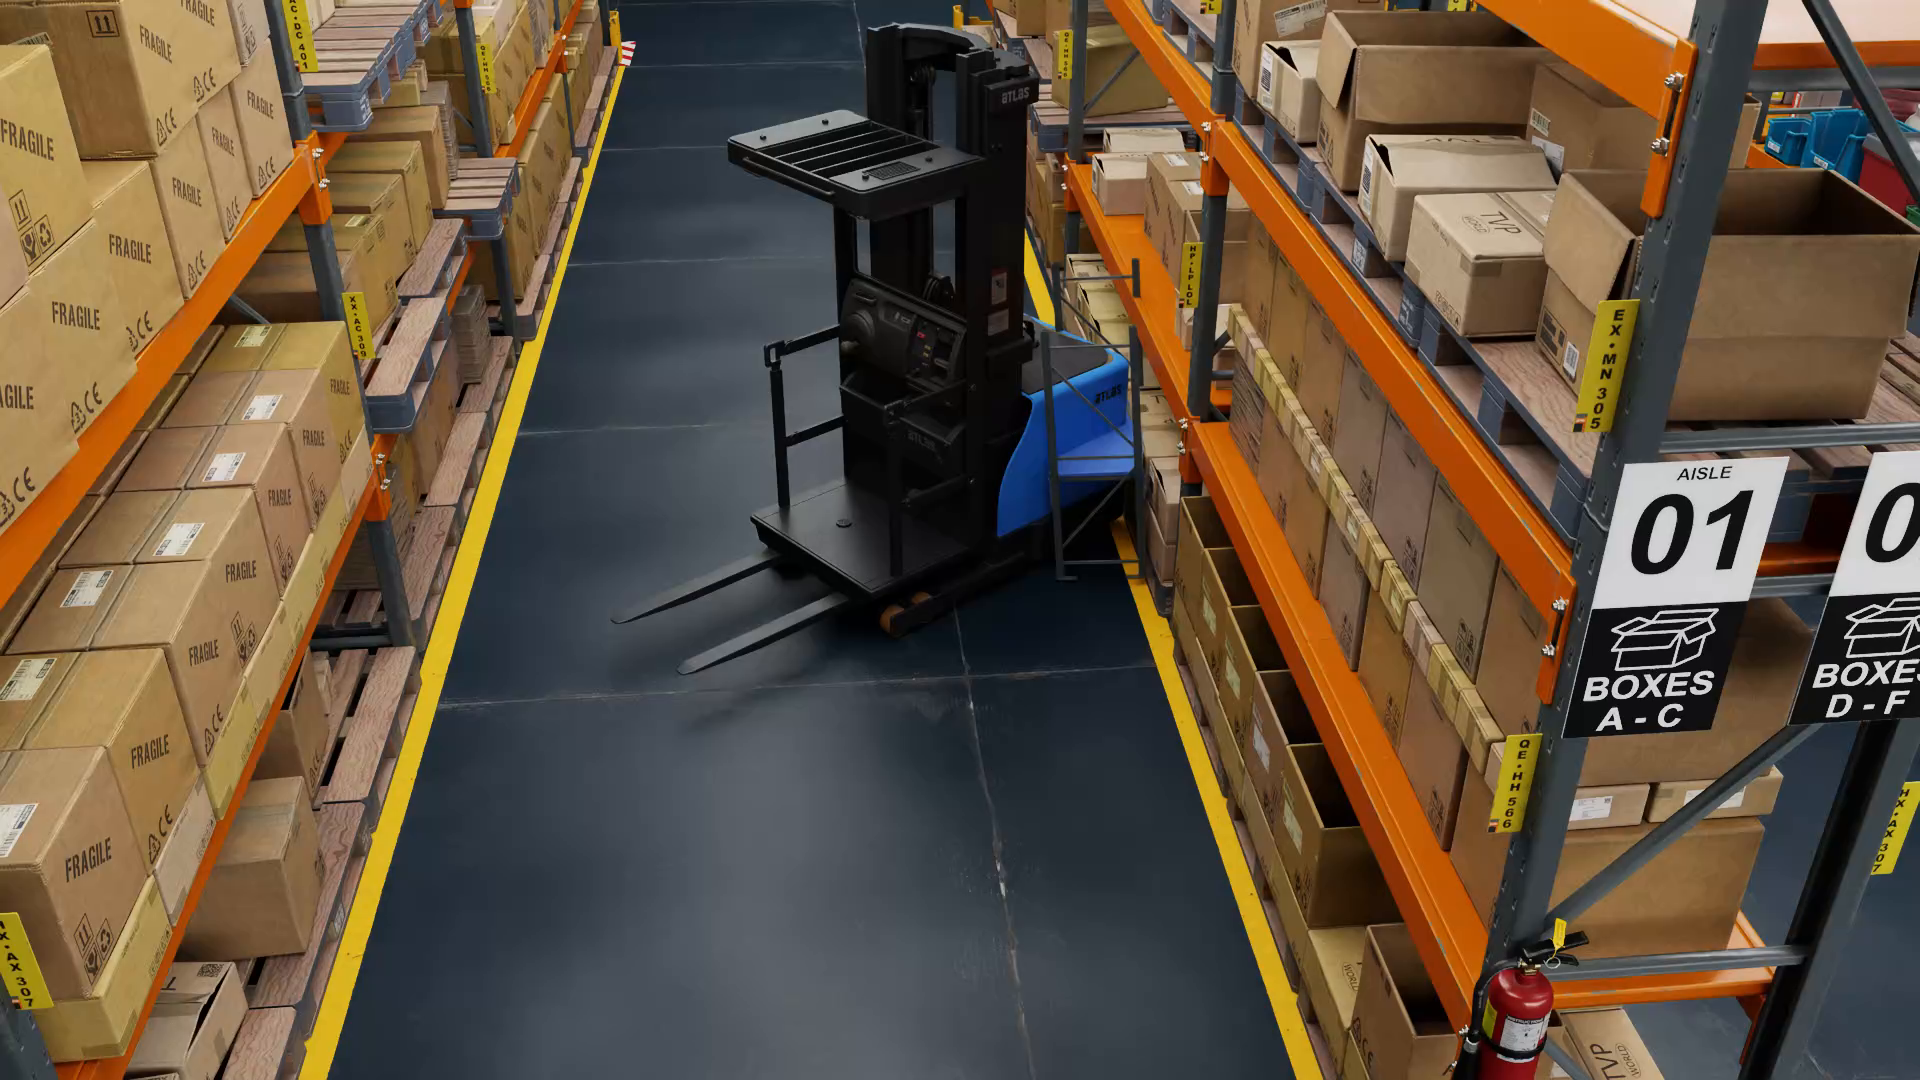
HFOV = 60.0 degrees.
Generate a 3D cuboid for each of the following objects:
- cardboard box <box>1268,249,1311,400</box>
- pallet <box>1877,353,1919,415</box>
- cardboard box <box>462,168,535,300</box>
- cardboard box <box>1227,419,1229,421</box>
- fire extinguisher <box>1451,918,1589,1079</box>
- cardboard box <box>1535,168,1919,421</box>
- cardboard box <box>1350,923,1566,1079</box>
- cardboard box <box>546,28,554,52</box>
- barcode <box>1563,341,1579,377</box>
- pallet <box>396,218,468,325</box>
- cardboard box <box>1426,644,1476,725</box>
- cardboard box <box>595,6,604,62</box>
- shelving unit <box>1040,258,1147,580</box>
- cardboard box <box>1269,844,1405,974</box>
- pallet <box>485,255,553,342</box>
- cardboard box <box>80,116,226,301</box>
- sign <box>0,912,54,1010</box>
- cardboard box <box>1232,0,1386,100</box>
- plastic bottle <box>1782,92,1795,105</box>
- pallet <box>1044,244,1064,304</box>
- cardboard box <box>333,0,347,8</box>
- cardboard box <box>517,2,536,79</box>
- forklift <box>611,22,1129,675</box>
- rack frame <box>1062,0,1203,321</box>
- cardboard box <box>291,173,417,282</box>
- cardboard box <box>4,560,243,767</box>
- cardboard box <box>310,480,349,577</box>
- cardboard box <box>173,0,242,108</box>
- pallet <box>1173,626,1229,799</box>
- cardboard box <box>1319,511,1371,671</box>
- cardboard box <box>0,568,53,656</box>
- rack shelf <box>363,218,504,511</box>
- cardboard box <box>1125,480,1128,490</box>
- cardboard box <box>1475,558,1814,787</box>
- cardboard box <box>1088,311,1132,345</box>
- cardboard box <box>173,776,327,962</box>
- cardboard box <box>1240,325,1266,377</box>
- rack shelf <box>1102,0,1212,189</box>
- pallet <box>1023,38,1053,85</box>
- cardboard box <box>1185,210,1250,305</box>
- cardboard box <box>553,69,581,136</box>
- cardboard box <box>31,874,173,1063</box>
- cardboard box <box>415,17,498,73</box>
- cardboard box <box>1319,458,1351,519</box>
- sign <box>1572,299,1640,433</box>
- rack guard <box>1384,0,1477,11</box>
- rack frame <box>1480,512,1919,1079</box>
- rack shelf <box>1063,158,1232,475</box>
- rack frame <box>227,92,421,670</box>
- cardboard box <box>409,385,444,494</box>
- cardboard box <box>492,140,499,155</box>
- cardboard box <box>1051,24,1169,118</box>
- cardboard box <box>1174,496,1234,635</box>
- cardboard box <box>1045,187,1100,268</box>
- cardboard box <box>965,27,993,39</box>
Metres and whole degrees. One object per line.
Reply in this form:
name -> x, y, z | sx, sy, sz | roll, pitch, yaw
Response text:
cardboard box -> 1.729, -0.934, 7.026 | 0.700, 0.500, 0.500 | -3, 31, -5
pallet -> 6.336, -0.880, 11.017 | 1.003, 0.211, 1.213 | -3, 31, -5
cardboard box -> -3.610, -2.260, 12.296 | 0.750, 0.750, 0.750 | -3, 31, -5
cardboard box -> 1.801, -0.537, 9.450 | 0.500, 0.311, 0.500 | -3, 31, -5
fire extinguisher -> 1.555, 1.340, 4.657 | 0.296, 0.674, 0.183 | -3, 31, -5
cardboard box -> 1.957, -0.642, 4.328 | 0.797, 0.503, 0.637 | -1, 31, -1
cardboard box -> 1.661, 1.643, 5.615 | 0.500, 0.500, 0.500 | -3, 31, -5
cardboard box -> -3.685, -4.277, 14.211 | 0.380, 0.149, 0.250 | -2, 31, -4
barcode -> 1.498, -0.444, 4.077 | 0.001, 0.075, 0.075 | -3, 31, -5
pallet -> -3.447, -1.530, 9.573 | 1.003, 0.211, 1.213 | -3, 31, -5
cardboard box -> 1.732, 0.453, 5.337 | 0.380, 0.149, 0.250 | -3, 31, -5
cardboard box -> -4.255, -5.460, 17.994 | 0.700, 0.500, 0.500 | -3, 31, -5
shelving unit -> 0.783, -0.689, 9.403 | 0.538, 1.500, 1.048 | -1, 29, 8
cardboard box -> 1.555, 1.455, 6.661 | 0.500, 0.250, 0.500 | -3, 31, -5
pallet -> -3.671, -1.830, 12.608 | 1.003, 0.211, 1.213 | -3, 31, -5
cardboard box -> -2.881, -1.132, 5.678 | 0.500, 0.500, 0.500 | -4, 31, -7
sign -> -2.385, 1.066, 4.197 | 0.100, 0.325, 0.005 | -3, 31, -5
cardboard box -> 1.418, -2.119, 6.804 | 0.500, 0.500, 0.500 | 0, 31, -1
plastic bottle -> 6.430, -3.515, 12.831 | 0.152, 0.276, 0.135 | -3, 31, -5
pallet -> 1.227, -2.046, 12.970 | 1.003, 0.211, 1.213 | -3, 31, -5
cardboard box -> -3.385, -3.002, 8.419 | 0.500, 0.500, 0.500 | -4, 31, -6
cardboard box -> -3.604, -3.847, 12.859 | 0.500, 0.500, 0.500 | -2, 31, -3
forklift -> -0.465, -1.046, 8.643 | 3.031, 2.935, 1.130 | -25, 39, -35
rack frame -> 1.259, -2.860, 11.613 | 1.000, 3.000, 0.127 | -3, 31, -5
cardboard box -> -3.450, -1.692, 9.132 | 0.700, 0.500, 0.500 | 1, 31, 2
cardboard box -> -2.748, 0.422, 5.513 | 0.500, 0.500, 0.500 | -4, 31, -6
cardboard box -> -2.914, -0.041, 7.020 | 0.500, 0.250, 0.500 | -3, 31, -4
cardboard box -> -2.920, -1.824, 5.861 | 0.500, 0.500, 0.500 | -1, 31, -2
pallet -> 1.666, 0.787, 8.226 | 1.003, 0.211, 1.213 | -3, 31, -5
cardboard box -> 1.829, 0.152, 6.473 | 0.700, 0.500, 0.500 | -2, 31, -3
cardboard box -> -3.270, 0.446, 5.474 | 0.500, 0.500, 0.500 | -4, 31, -6
rack shelf -> -3.485, -1.291, 9.688 | 1.077, 0.370, 4.000 | -3, 31, -5
cardboard box -> 1.212, -0.535, 9.993 | 0.500, 0.250, 0.500 | -2, 31, -3
cardboard box -> 1.971, 0.358, 4.862 | 0.700, 0.500, 0.500 | -3, 31, -4
cardboard box -> 1.119, -1.291, 10.711 | 0.500, 0.311, 0.500 | -4, 31, -6
cardboard box -> -2.972, 1.322, 6.620 | 0.700, 0.500, 0.500 | -5, 31, -8
cardboard box -> 1.489, -0.865, 7.543 | 0.380, 0.149, 0.250 | -2, 31, -4
rack shelf -> 1.446, -2.818, 9.319 | 1.077, 0.370, 4.000 | -3, 31, -5
pallet -> 1.073, -3.771, 13.325 | 1.003, 0.211, 1.213 | -3, 31, -5
cardboard box -> 1.528, -1.523, 9.277 | 0.500, 0.500, 0.500 | -1, 31, -1
cardboard box -> -4.014, -4.157, 15.813 | 0.700, 0.500, 0.500 | -2, 31, -4
cardboard box -> -2.654, 1.255, 4.851 | 0.500, 0.250, 0.500 | -4, 31, -6
cardboard box -> -3.461, -3.381, 11.347 | 0.500, 0.250, 0.500 | -2, 31, -3
cardboard box -> 1.614, -0.202, 6.434 | 0.380, 0.149, 0.250 | -3, 31, -5
sign -> 1.465, -0.391, 3.768 | 0.100, 0.325, 0.005 | -3, 31, -5
rack guard -> 5.429, -6.119, 19.506 | 1.175, 0.500, 0.348 | -3, 31, -5
rack frame -> 2.007, 1.224, 4.775 | 1.000, 3.000, 0.127 | -3, 31, -5
rack shelf -> 1.446, -1.530, 10.088 | 1.077, 0.370, 4.000 | -3, 31, -5
rack frame -> -3.298, -0.579, 7.794 | 1.000, 3.000, 0.127 | -3, 31, -5
cardboard box -> -3.490, -0.593, 9.827 | 0.700, 0.500, 0.500 | -2, 31, -4
cardboard box -> -3.487, -2.830, 11.788 | 0.380, 0.149, 0.250 | -2, 31, -4
cardboard box -> 1.088, -3.400, 12.009 | 0.700, 0.500, 0.500 | -13, 33, -21
cardboard box -> 1.365, 0.112, 8.178 | 0.500, 0.500, 0.500 | -3, 31, -5
cardboard box -> 0.938, -2.442, 12.922 | 0.500, 0.500, 0.500 | -2, 31, -3
cardboard box -> 0.327, -5.407, 18.129 | 0.500, 0.250, 0.500 | -3, 31, -5
